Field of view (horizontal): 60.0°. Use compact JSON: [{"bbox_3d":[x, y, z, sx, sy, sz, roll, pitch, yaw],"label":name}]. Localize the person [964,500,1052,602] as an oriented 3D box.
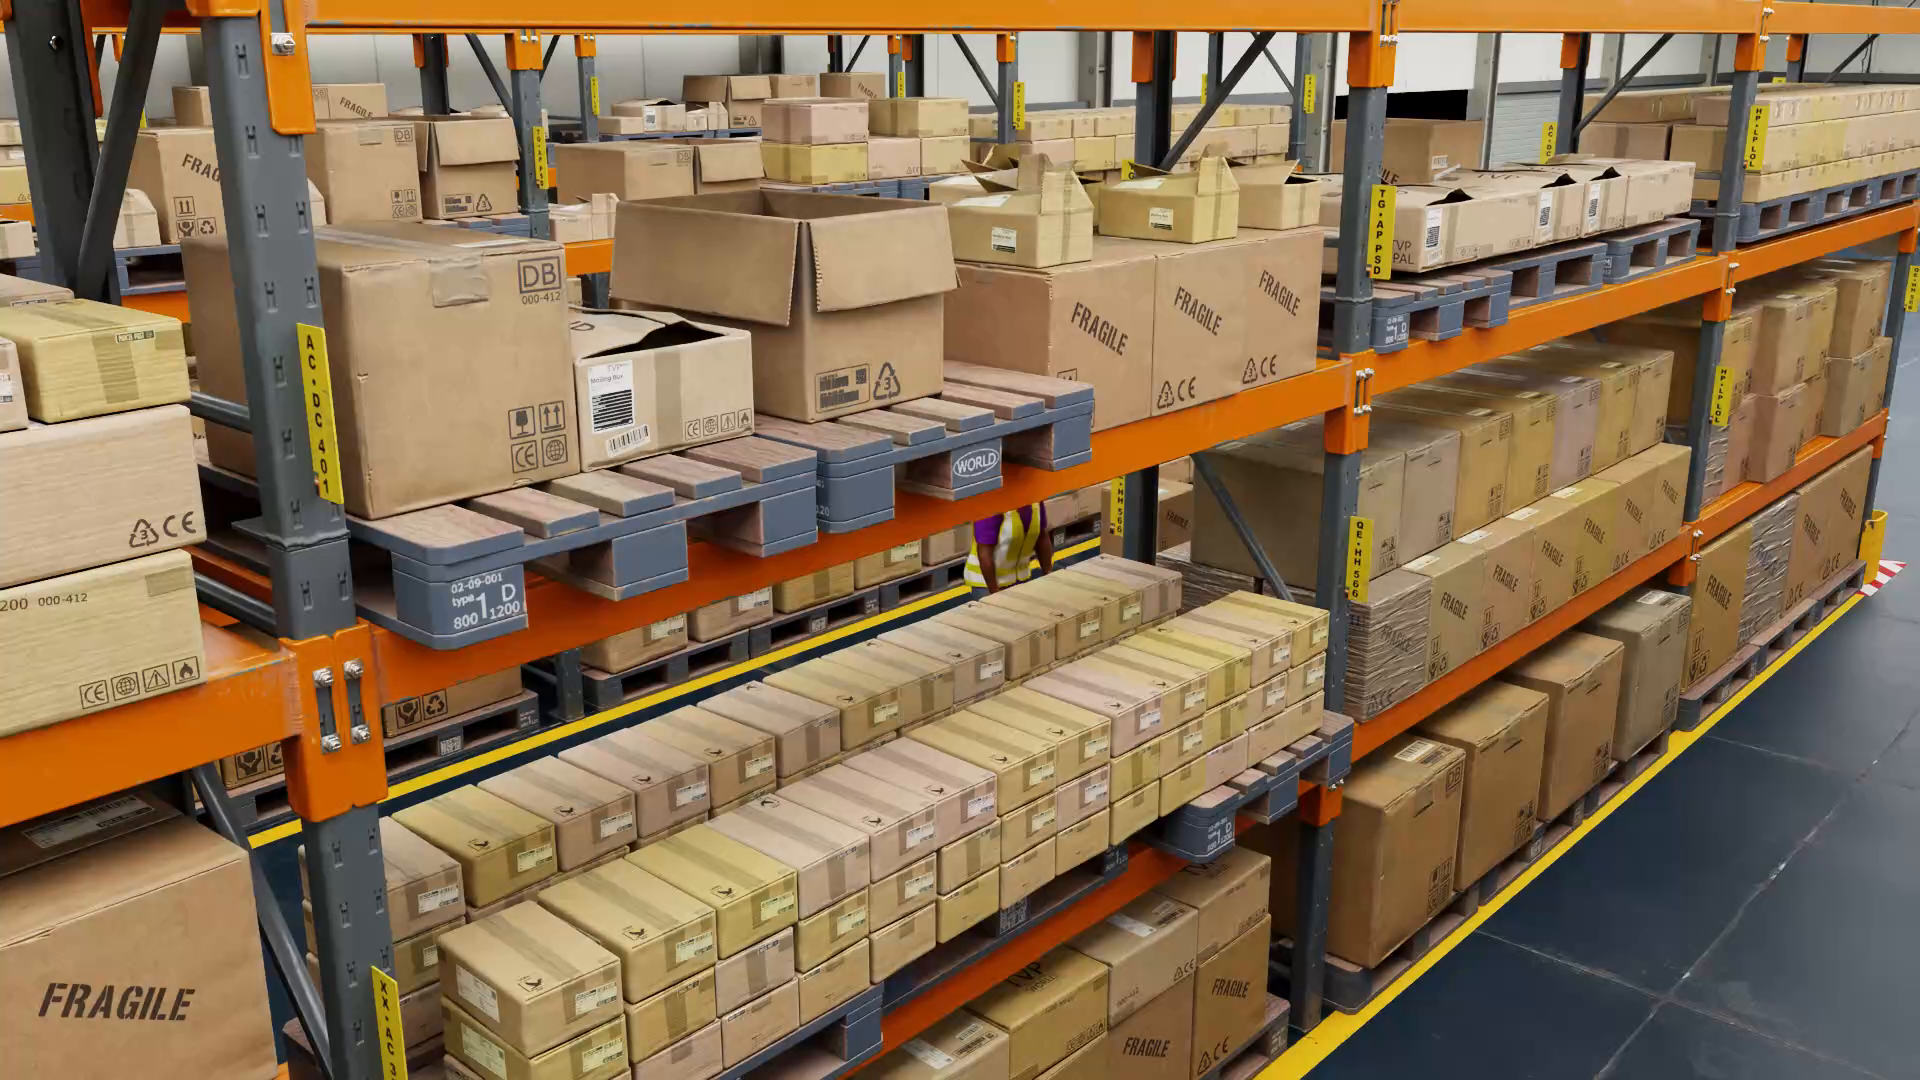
[{"bbox_3d":[0.318,0.258,9.797,0.511,1.682,0.602,15,22,41],"label":"person"}]
